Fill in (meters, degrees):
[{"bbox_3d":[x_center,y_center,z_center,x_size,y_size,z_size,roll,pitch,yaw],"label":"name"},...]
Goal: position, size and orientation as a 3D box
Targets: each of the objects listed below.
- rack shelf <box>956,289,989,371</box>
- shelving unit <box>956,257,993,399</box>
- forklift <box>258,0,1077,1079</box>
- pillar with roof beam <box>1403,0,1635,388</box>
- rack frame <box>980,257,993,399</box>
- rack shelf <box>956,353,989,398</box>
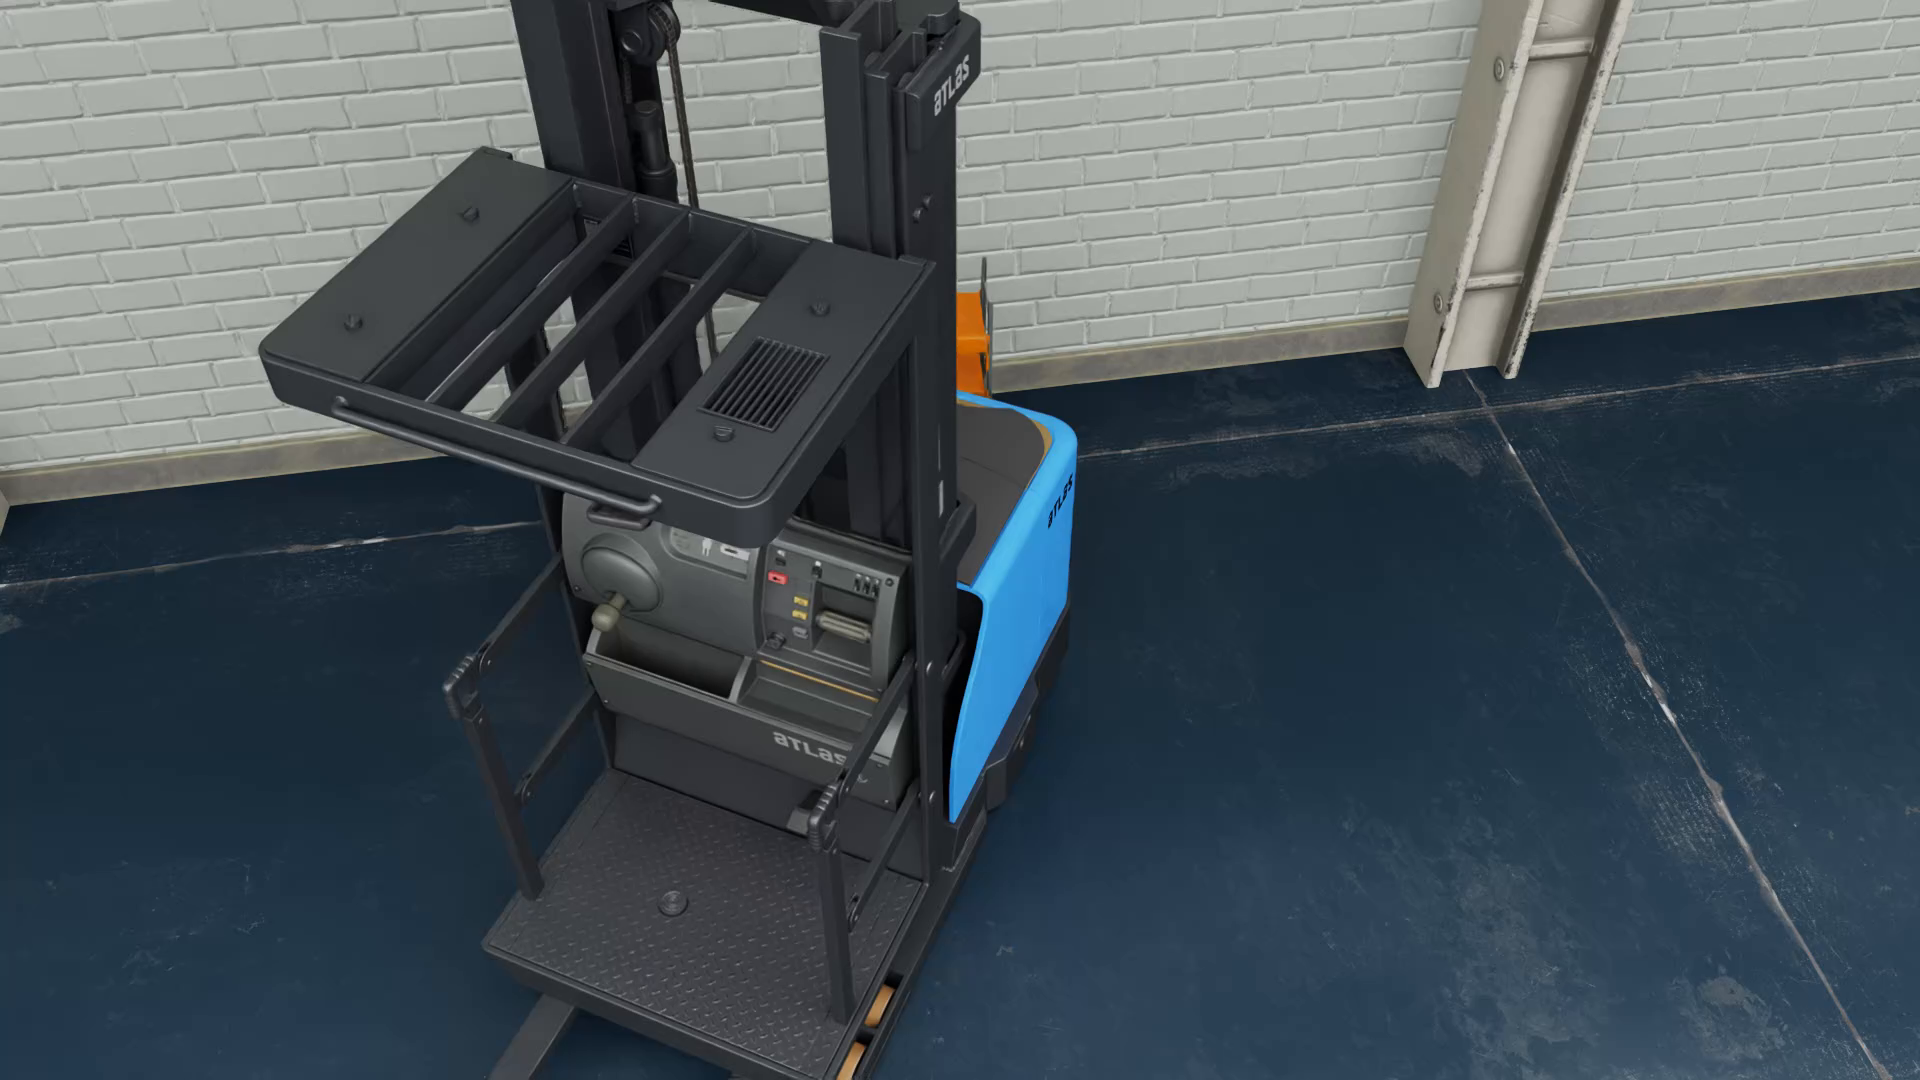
[{"bbox_3d":[-0.154,-0.687,5.533,0.480,0.148,0.258,-4,46,-3],"label":"rack shelf"},{"bbox_3d":[-0.154,-0.414,5.816,0.503,1.200,0.258,-4,46,-3],"label":"shelving unit"},{"bbox_3d":[-0.665,0.207,4.015,1.130,2.935,3.031,17,48,16],"label":"forklift"},{"bbox_3d":[2.826,-0.827,0.798,0.400,9.000,9.100,-7,46,-7],"label":"pillar with roof beam"},{"bbox_3d":[0.089,-0.430,5.831,0.015,1.200,0.240,-4,46,-3],"label":"rack frame"},{"bbox_3d":[-0.154,-0.523,5.703,0.480,0.148,0.258,-4,46,-3],"label":"rack shelf"}]
